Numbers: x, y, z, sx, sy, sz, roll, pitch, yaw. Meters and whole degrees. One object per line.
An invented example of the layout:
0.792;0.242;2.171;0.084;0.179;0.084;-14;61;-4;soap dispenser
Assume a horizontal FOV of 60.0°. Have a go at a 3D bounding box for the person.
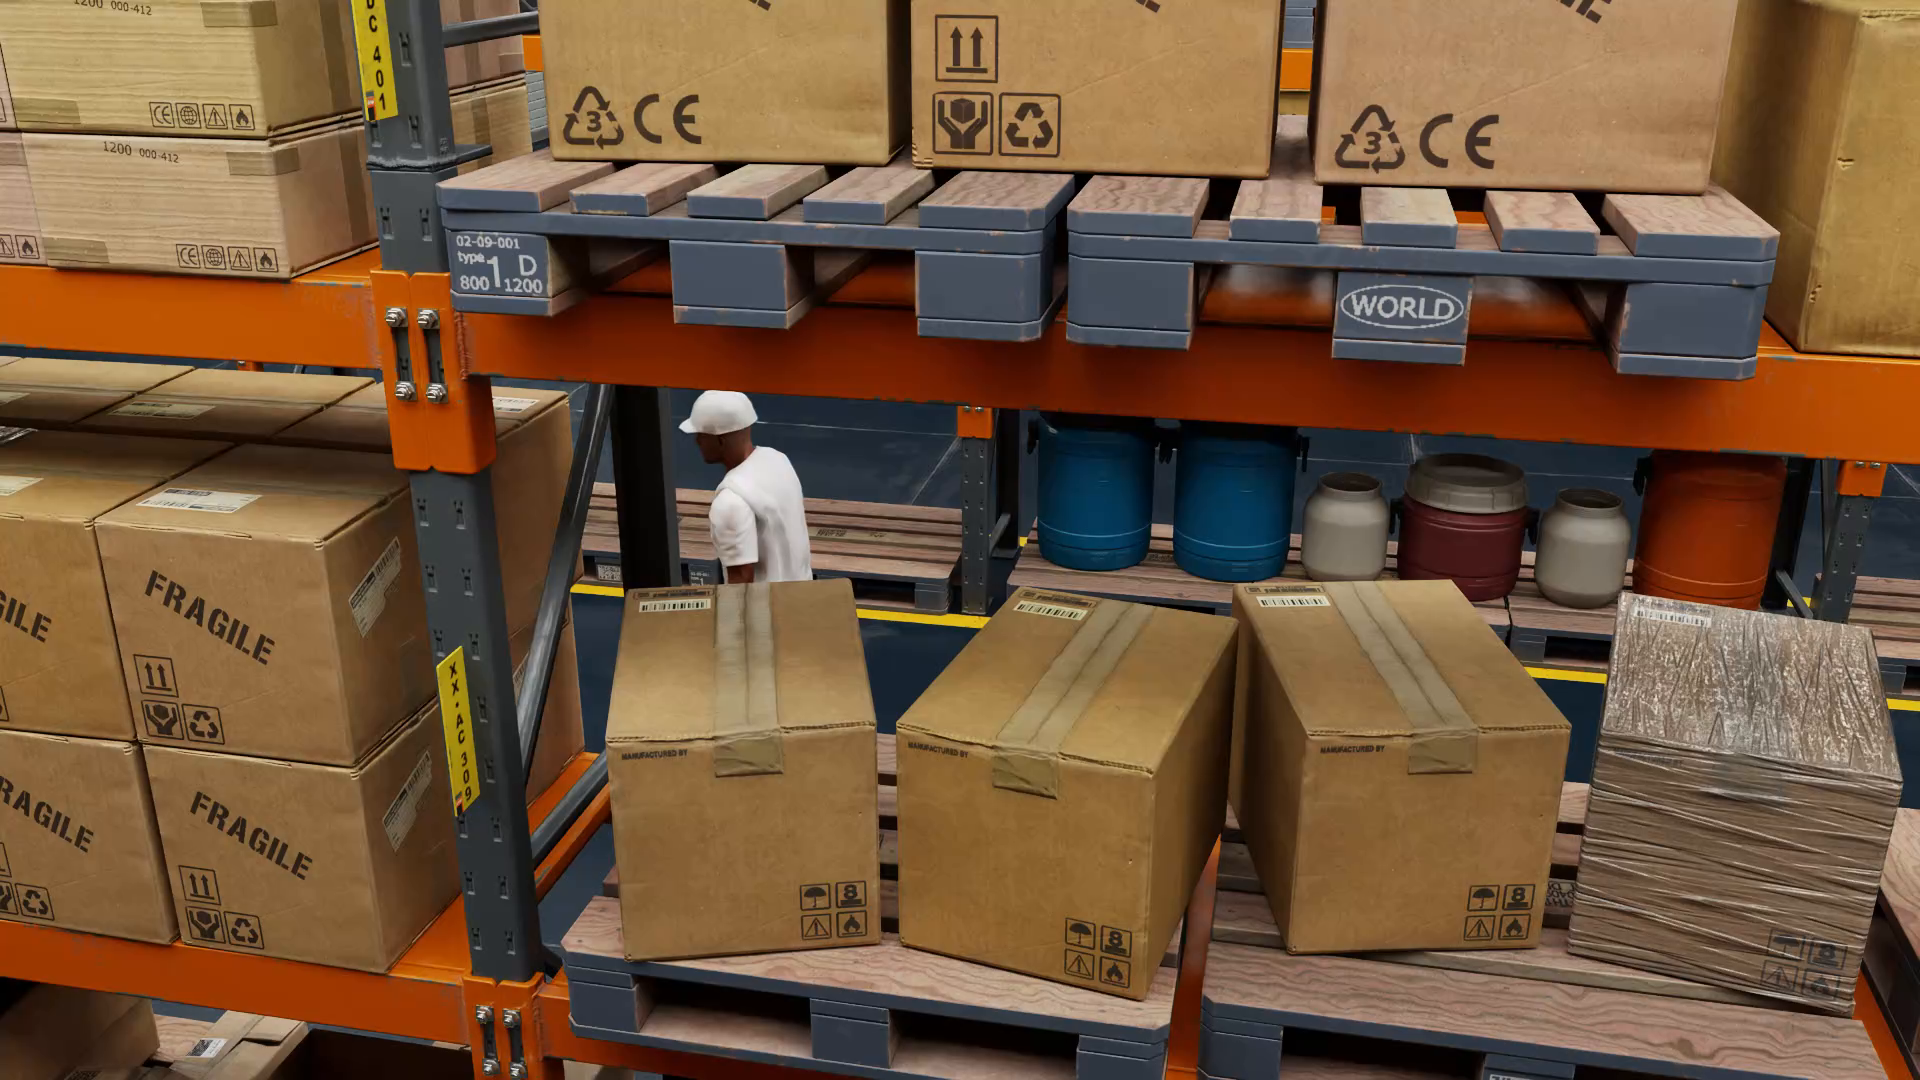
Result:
-0.803;0.263;6.389;0.458;1.761;0.626;4;22;11;person
